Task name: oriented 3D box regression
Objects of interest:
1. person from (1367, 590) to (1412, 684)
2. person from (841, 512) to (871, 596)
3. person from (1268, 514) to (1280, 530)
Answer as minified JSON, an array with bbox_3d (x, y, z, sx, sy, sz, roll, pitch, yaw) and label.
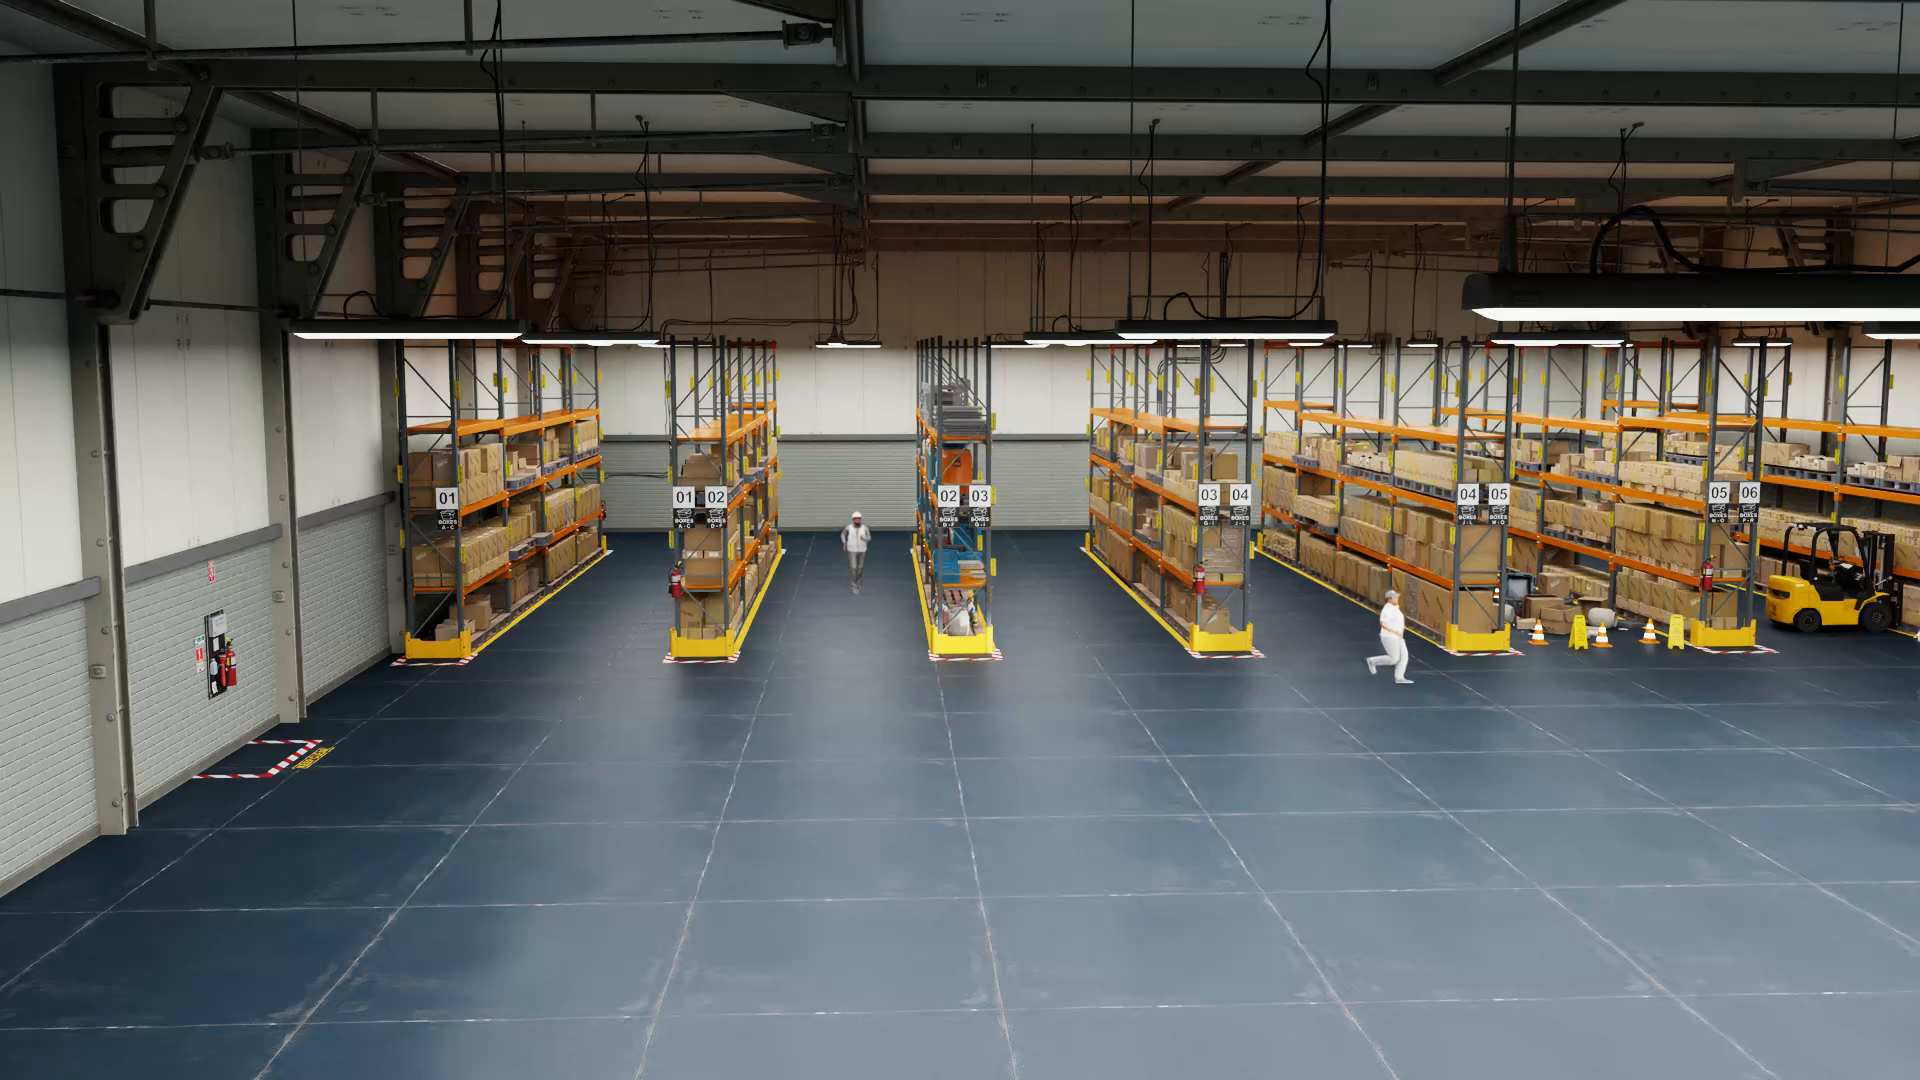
[{"bbox_3d":[7.453,1.677,28.712,0.769,1.611,0.621,4,8,31],"label":"person"},{"bbox_3d":[-2.325,0.284,37.520,0.633,1.843,0.771,-2,7,-15],"label":"person"},{"bbox_3d":[9.331,-0.708,49.277,0.621,1.764,0.804,4,7,29],"label":"person"}]
